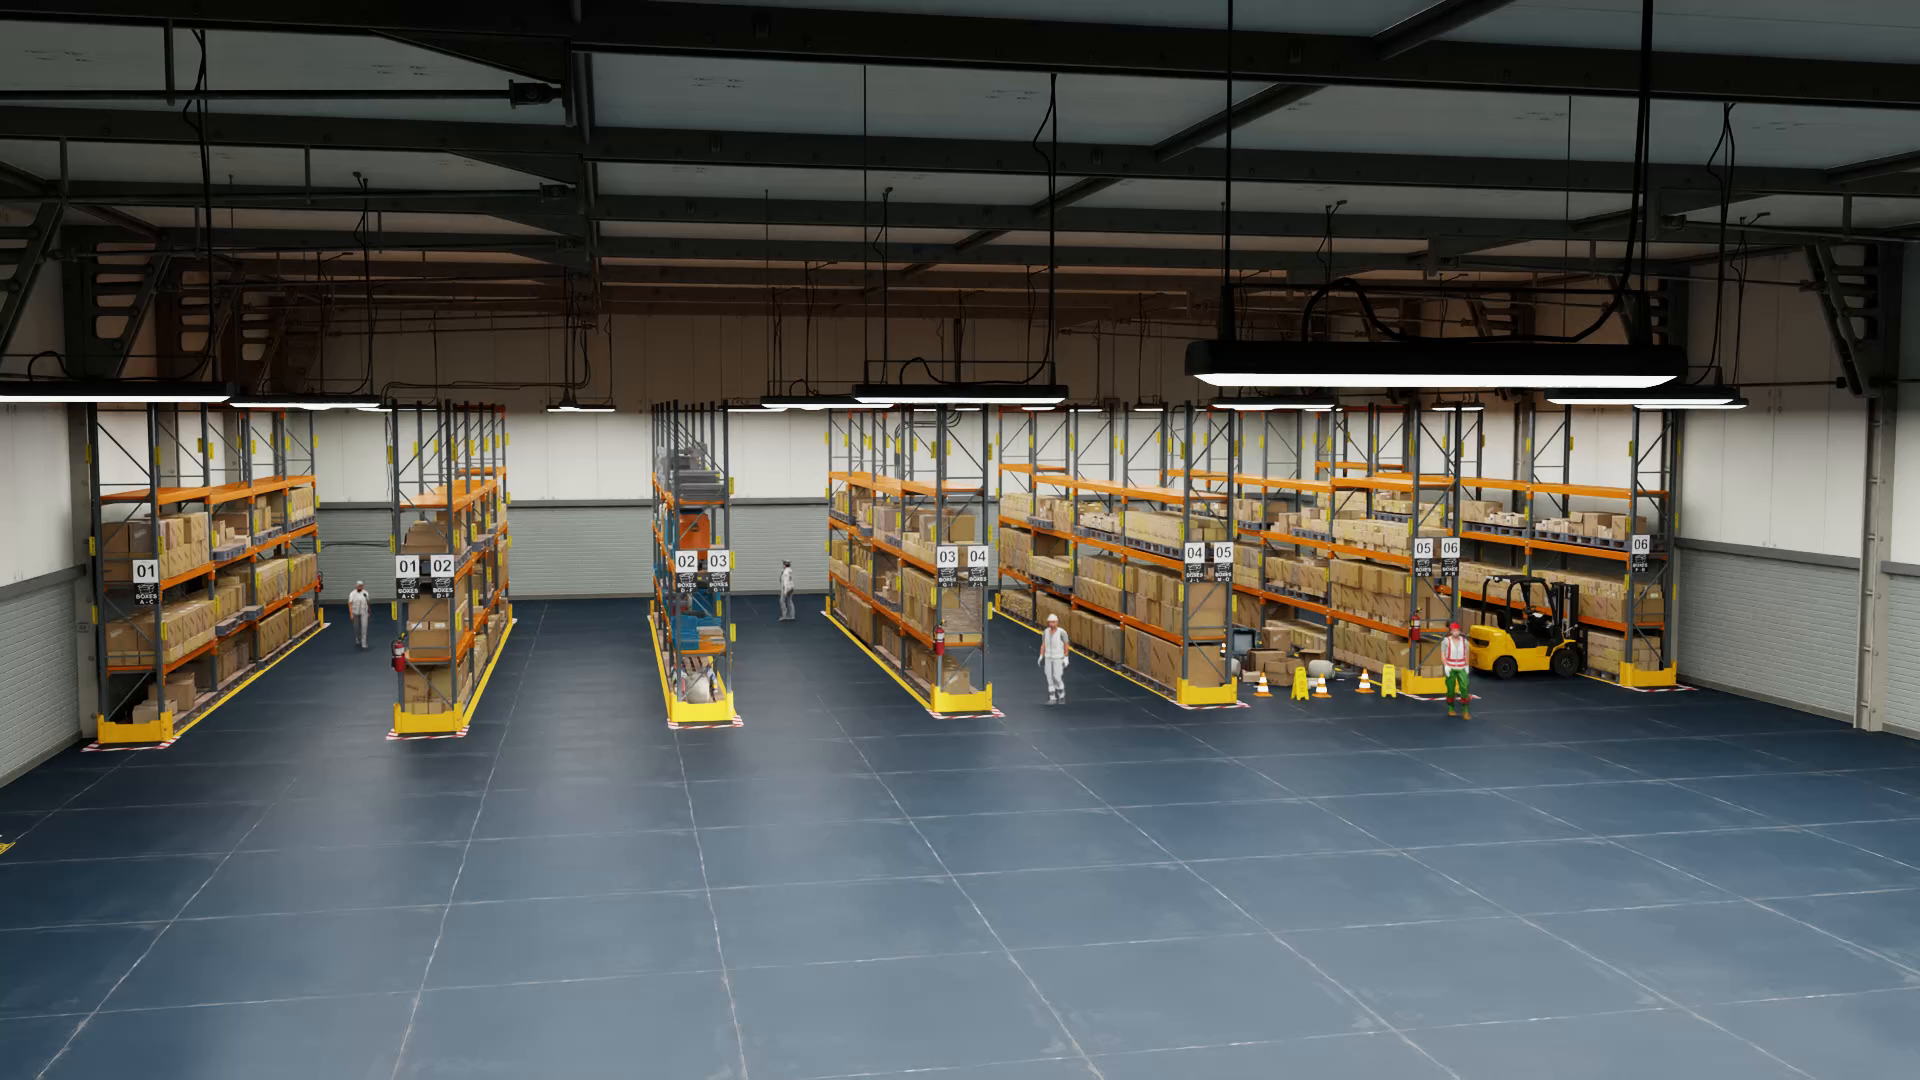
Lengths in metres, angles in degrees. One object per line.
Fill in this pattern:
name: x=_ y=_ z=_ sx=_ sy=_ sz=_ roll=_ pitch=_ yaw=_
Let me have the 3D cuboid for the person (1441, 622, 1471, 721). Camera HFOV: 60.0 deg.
person: x=9.368 y=2.480 z=31.408 sx=0.556 sy=1.847 sz=0.553 roll=1 pitch=4 yaw=9

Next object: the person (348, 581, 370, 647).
person: x=-14.819 y=1.805 z=41.012 sx=0.486 sy=1.607 sz=0.980 roll=-1 pitch=4 yaw=-16

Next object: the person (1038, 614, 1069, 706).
person: x=1.834 y=2.365 z=32.717 sx=0.543 sy=1.817 sz=0.455 roll=3 pitch=5 yaw=32

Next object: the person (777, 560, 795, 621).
person: x=-4.845 y=1.409 z=46.389 sx=0.457 sy=1.720 sz=0.544 roll=1 pitch=4 yaw=14

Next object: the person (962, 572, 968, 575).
person: x=0.034 y=1.223 z=48.177 sx=0.595 sy=1.808 sz=0.904 roll=0 pitch=4 yaw=6
